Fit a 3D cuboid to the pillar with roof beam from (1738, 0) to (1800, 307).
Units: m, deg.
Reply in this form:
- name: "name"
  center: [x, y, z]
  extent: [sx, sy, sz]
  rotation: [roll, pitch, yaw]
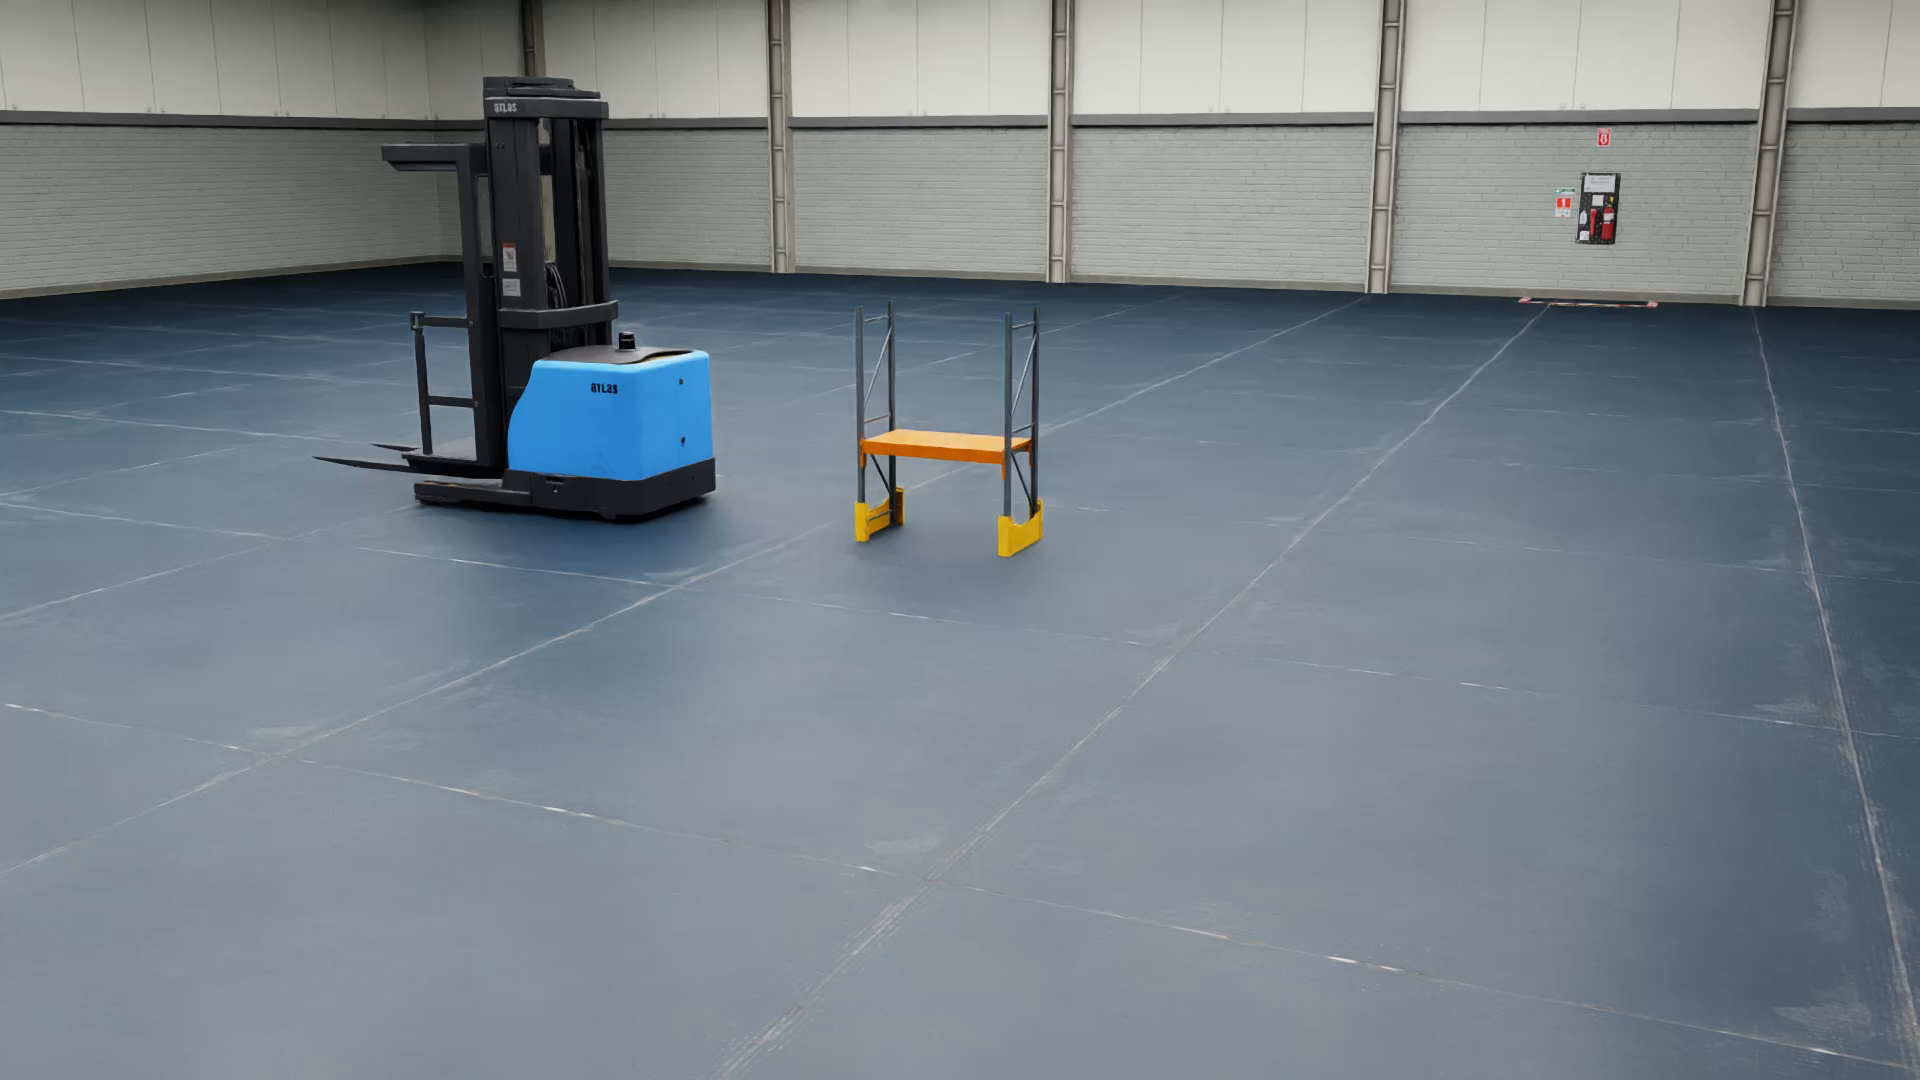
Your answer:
- name: "pillar with roof beam"
  center: [11.105, -7.288, 22.114]
  extent: [0.400, 9.000, 9.100]
  rotation: [6, 14, 23]

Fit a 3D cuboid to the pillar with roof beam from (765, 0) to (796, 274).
- name: "pillar with roof beam"
  center: [-5.353, -8.953, 29.212]
  extent: [0.400, 9.000, 9.100]
  rotation: [6, 14, 23]

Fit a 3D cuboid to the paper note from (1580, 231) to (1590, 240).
- name: "paper note"
  center: [10.470, -5.105, 27.872]
  extent: [0.142, 0.148, 0.016]
  rotation: [6, 14, 23]

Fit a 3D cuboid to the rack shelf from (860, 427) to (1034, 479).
- name: "rack shelf"
  center: [-0.078, -0.563, 10.658]
  extent: [1.000, 0.185, 0.538]
  rotation: [6, 14, 23]

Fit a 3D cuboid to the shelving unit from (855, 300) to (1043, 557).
- name: "shelving unit"
  center: [-0.070, -0.737, 10.614]
  extent: [1.083, 1.500, 0.587]
  rotation: [6, 14, 23]

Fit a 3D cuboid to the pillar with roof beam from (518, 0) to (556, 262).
- name: "pillar with roof beam"
  center: [-10.839, -9.508, 31.578]
  extent: [0.400, 9.000, 9.100]
  rotation: [6, 14, 23]

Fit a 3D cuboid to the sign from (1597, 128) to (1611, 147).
- name: "sign"
  center: [10.637, -6.653, 27.467]
  extent: [0.199, 0.298, 0.001]
  rotation: [6, 14, 23]

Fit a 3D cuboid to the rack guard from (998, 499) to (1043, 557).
- name: "rack guard"
  center: [0.386, -0.083, 10.560]
  extent: [0.087, 0.250, 0.587]
  rotation: [6, 14, 23]

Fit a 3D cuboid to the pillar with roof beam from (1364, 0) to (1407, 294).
- name: "pillar with roof beam"
  center: [5.619, -7.843, 24.480]
  extent: [0.400, 9.000, 9.100]
  rotation: [6, 14, 23]

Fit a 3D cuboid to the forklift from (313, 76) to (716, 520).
- name: "forklift"
  center: [-3.321, -1.762, 11.847]
  extent: [3.031, 2.935, 1.130]
  rotation: [6, 14, 23]

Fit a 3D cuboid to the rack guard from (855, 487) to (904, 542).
- name: "rack guard"
  center: [-0.525, -0.175, 10.953]
  extent: [0.087, 0.250, 0.587]
  rotation: [6, 14, 23]

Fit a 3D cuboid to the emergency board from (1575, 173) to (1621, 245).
- name: "emergency board"
  center: [10.604, -5.503, 27.640]
  extent: [0.643, 1.169, 0.194]
  rotation: [6, 14, 23]

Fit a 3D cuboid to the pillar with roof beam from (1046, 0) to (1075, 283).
- name: "pillar with roof beam"
  center: [0.133, -8.398, 26.846]
  extent: [0.400, 9.000, 9.100]
  rotation: [6, 14, 23]

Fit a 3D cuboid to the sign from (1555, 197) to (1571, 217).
- name: "sign"
  center: [10.140, -5.593, 27.946]
  extent: [0.234, 0.329, 0.001]
  rotation: [6, 14, 23]

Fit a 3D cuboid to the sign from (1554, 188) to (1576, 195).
- name: "sign"
  center: [10.141, -5.849, 27.875]
  extent: [0.331, 0.109, 0.001]
  rotation: [6, 14, 23]

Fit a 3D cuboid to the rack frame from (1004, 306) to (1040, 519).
- name: "rack frame"
  center: [0.387, -0.691, 10.417]
  extent: [0.032, 1.500, 0.500]
  rotation: [6, 14, 23]

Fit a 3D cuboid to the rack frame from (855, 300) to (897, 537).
- name: "rack frame"
  center: [-0.543, -0.785, 10.818]
  extent: [0.032, 1.500, 0.500]
  rotation: [6, 14, 23]
